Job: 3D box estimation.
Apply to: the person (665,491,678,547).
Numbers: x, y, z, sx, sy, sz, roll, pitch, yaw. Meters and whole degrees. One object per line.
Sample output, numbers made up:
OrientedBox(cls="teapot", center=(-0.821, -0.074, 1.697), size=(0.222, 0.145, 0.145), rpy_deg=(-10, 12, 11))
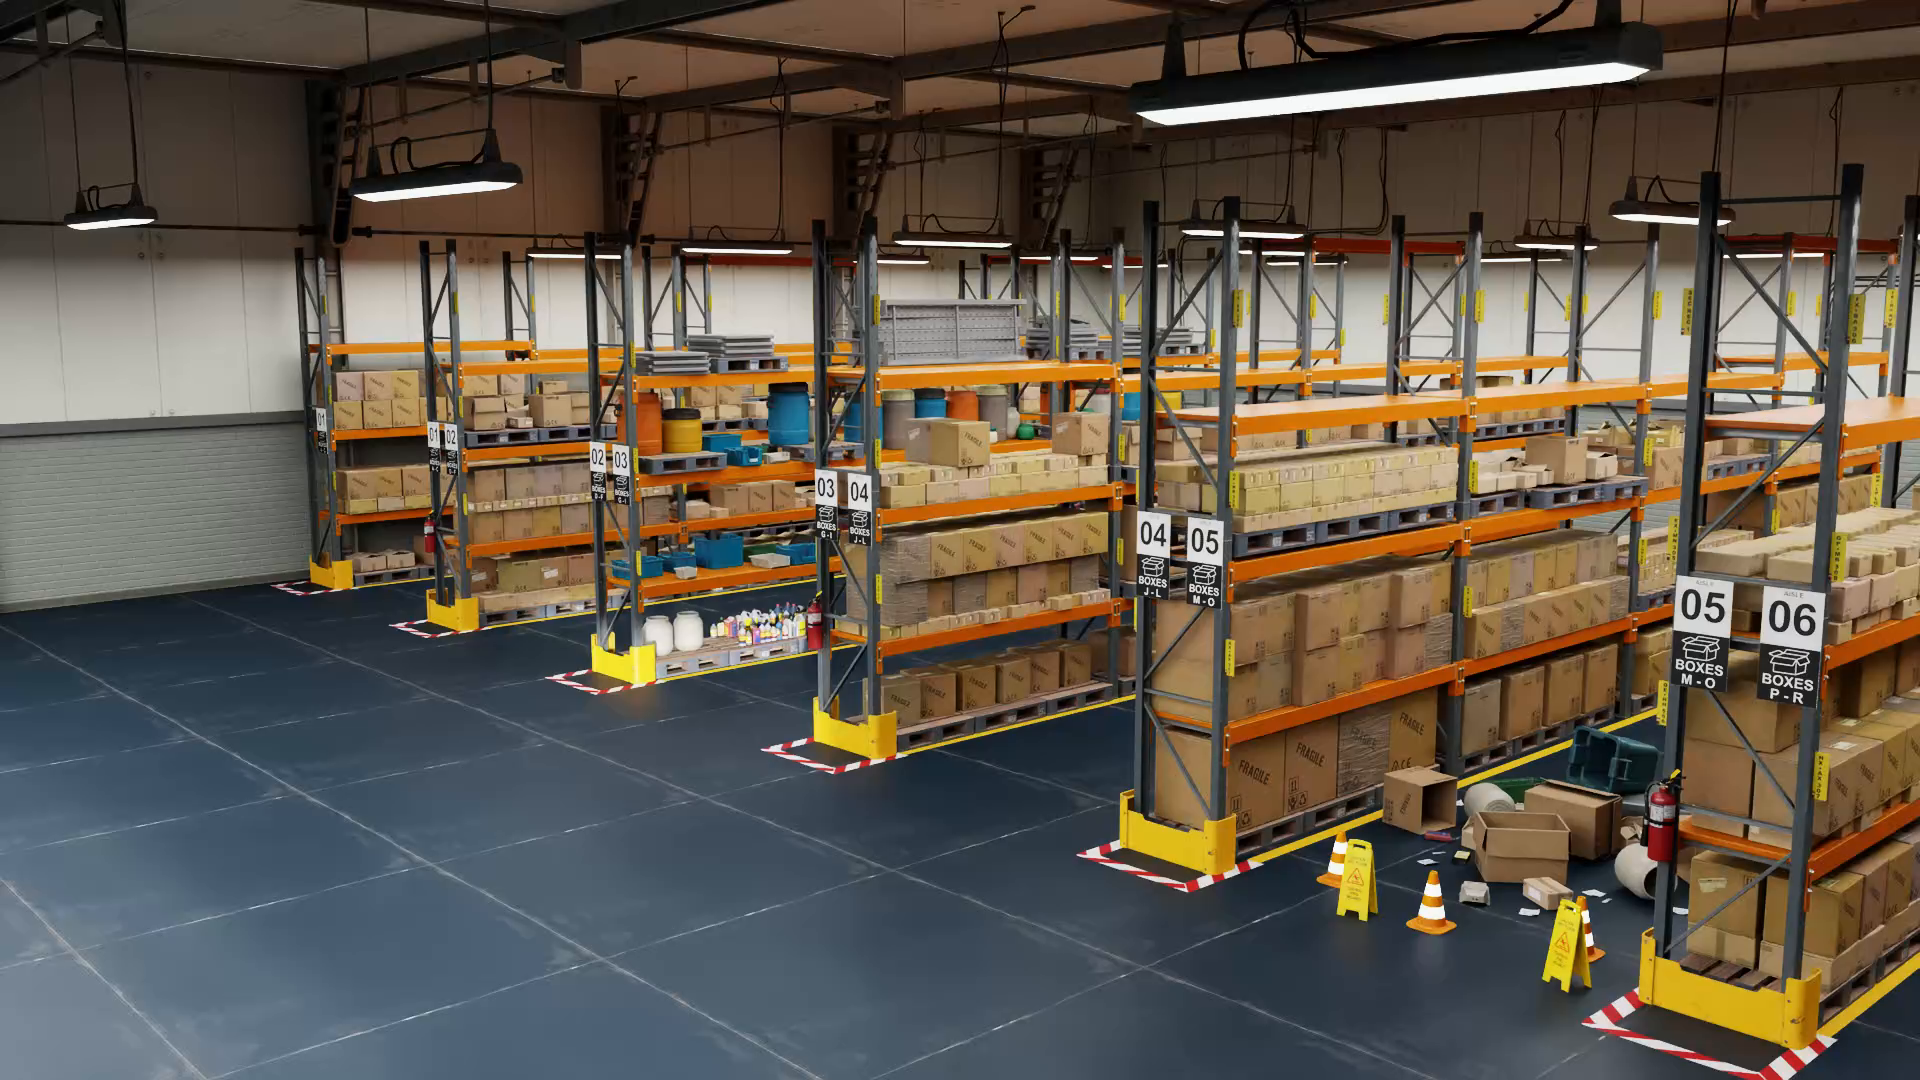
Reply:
OrientedBox(cls="person", center=(-5.278, -0.150, 30.870), size=(0.570, 1.639, 0.723), rpy_deg=(6, 11, 37))
